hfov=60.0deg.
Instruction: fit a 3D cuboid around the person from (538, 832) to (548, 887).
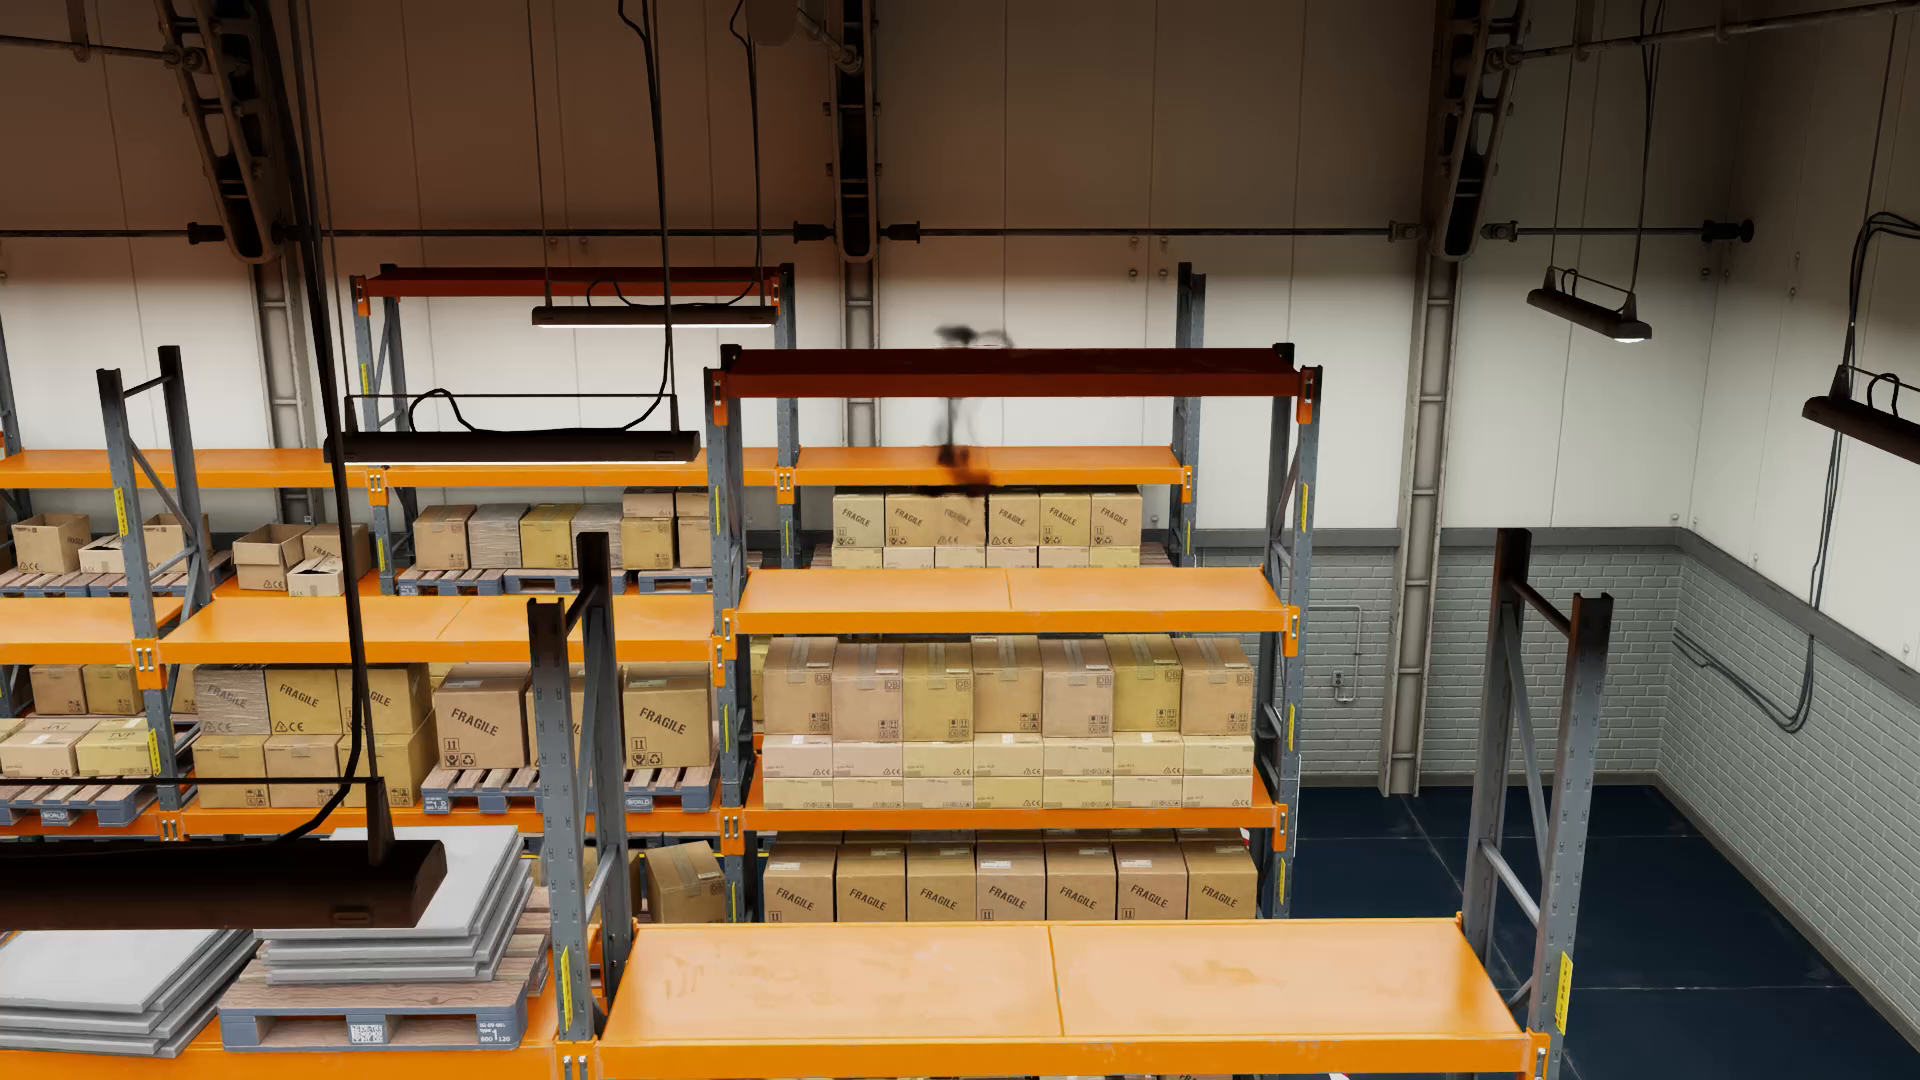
[{"bbox_3d":[-3.727,2.820,15.815,1.054,1.836,0.614,-2,16,-7],"label":"person"}]
